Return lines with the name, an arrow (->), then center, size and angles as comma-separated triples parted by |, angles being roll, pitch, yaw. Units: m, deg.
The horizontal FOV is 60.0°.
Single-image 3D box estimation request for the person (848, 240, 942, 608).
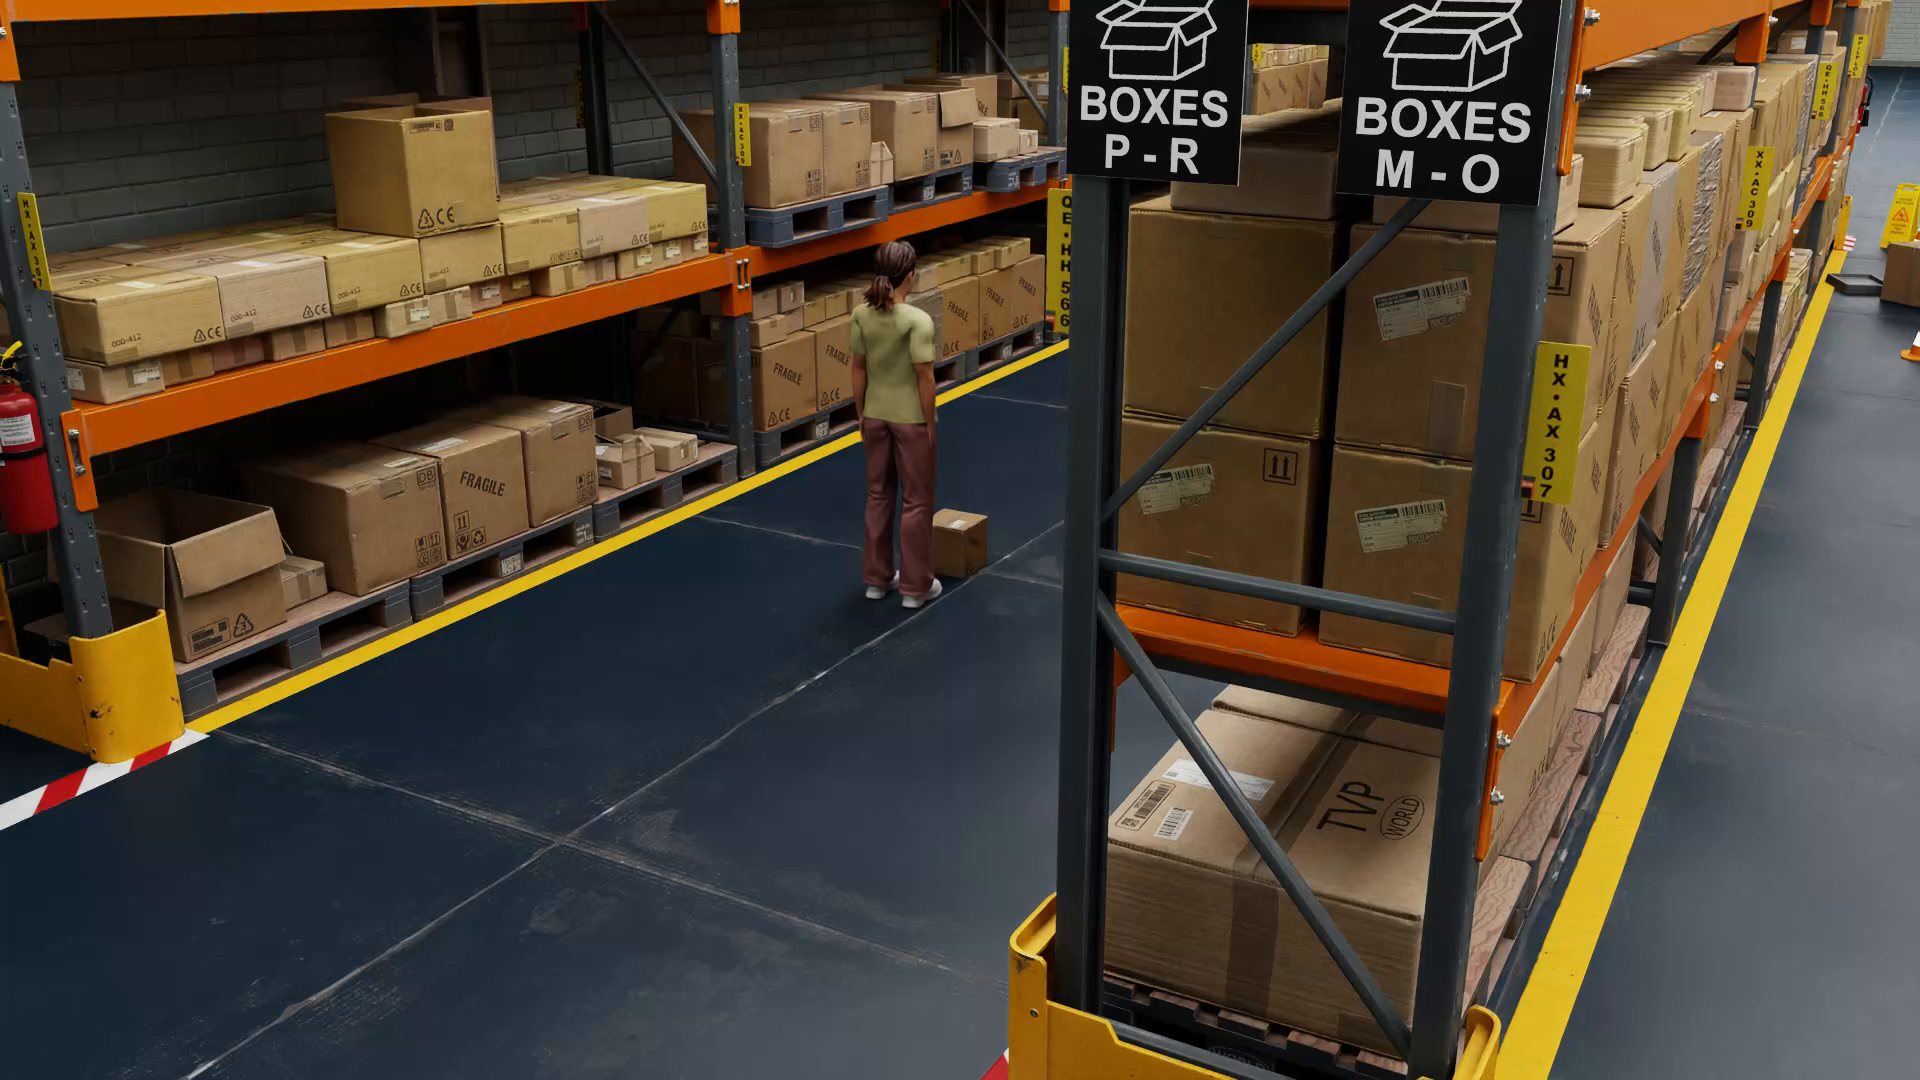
person -> -0.276, -0.519, 7.534 | 0.441, 1.680, 0.383 | 11, 22, 29
